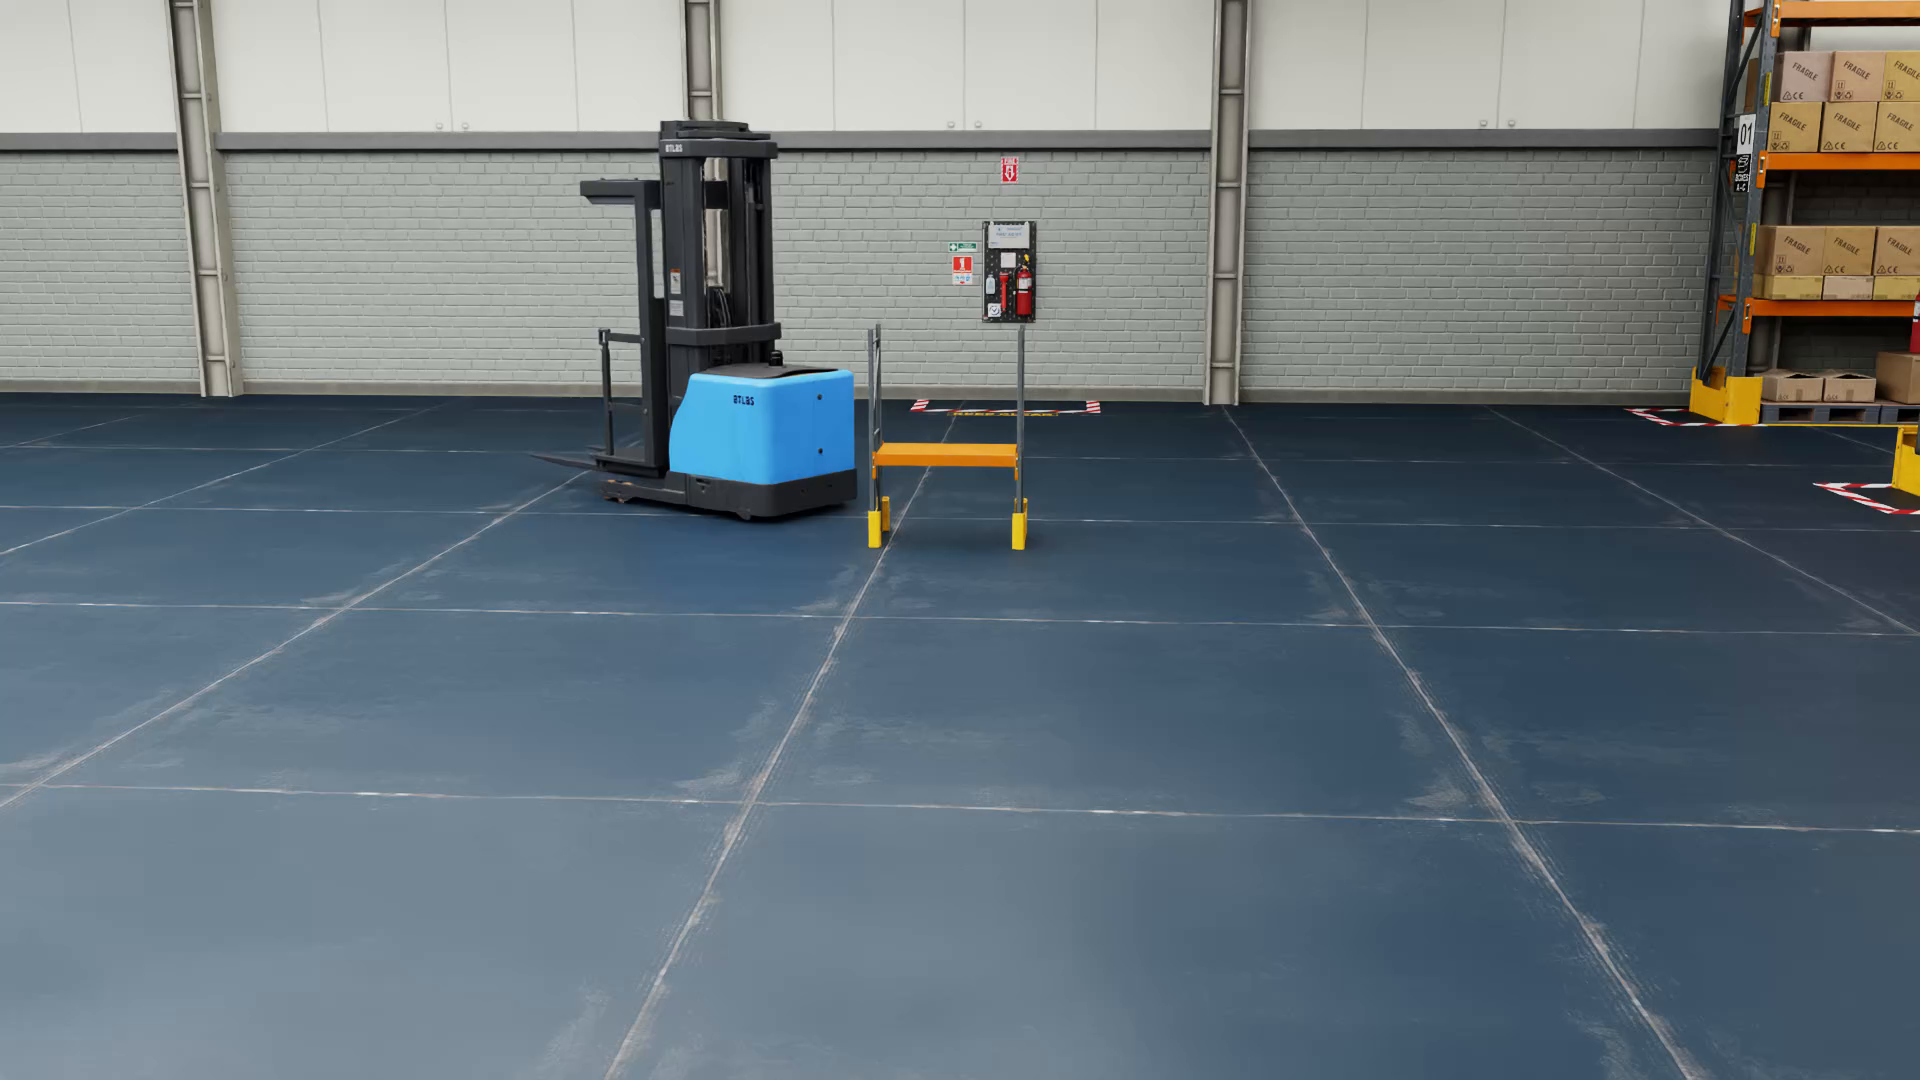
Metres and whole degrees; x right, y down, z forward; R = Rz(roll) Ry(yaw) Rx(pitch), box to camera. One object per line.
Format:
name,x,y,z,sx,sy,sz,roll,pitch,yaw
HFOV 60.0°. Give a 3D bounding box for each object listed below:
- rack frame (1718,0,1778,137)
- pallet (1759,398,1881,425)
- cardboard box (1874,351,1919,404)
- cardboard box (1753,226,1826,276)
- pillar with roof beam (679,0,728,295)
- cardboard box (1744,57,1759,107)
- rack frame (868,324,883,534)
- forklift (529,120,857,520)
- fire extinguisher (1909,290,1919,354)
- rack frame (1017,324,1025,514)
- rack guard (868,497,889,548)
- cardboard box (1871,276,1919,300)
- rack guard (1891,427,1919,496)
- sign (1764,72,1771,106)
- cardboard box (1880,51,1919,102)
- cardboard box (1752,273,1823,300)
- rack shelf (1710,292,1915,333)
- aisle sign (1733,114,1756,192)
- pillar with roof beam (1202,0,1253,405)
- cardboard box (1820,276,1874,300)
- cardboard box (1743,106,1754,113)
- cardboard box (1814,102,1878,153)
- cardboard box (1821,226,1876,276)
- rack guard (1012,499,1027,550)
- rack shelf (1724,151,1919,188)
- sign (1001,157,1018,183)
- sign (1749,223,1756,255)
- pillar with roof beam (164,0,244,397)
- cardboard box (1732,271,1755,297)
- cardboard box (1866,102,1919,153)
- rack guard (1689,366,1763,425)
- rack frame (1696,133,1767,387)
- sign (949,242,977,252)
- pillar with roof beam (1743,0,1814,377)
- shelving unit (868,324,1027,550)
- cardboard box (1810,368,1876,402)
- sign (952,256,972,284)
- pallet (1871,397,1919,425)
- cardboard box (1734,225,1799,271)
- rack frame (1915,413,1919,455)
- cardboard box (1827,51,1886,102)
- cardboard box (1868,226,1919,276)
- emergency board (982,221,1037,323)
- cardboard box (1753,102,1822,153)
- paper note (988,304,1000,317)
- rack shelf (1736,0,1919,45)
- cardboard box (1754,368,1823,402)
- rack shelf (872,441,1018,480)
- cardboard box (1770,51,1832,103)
rack frame,8.267,-5.749,17.271,0.127,3.000,1.000,1,12,4
pallet,9.151,-1.428,18.078,1.213,0.211,1.003,1,12,4
cardboard box,10.249,-1.748,17.829,0.500,0.500,0.700,0,12,0
cardboard box,8.723,-3.048,17.497,0.500,0.500,0.500,1,12,4
pillar with roof beam,-3.238,-5.200,14.651,0.400,9.000,9.100,1,12,4
cardboard box,8.714,-4.876,17.691,0.500,0.500,0.500,1,12,6
rack frame,-0.592,-0.742,11.653,0.032,1.500,0.500,1,12,4
forklift,-2.272,-1.803,13.228,3.031,2.935,1.130,9,15,37
fire extinguisher,7.853,-1.859,13.517,0.183,0.674,0.296,1,12,4
rack frame,0.422,-0.728,11.587,0.032,1.500,0.500,1,12,4
rack guard,-0.573,-0.130,11.780,0.087,0.250,0.587,1,12,4
cardboard box,9.759,-2.665,17.498,0.500,0.250,0.500,1,12,3
rack guard,7.916,-0.577,13.305,0.348,0.500,1.175,1,12,4
sign,8.231,-4.597,16.959,0.005,0.325,0.100,1,12,4
cardboard box,9.644,-4.752,17.097,0.500,0.500,0.500,1,12,5
cardboard box,8.732,-2.677,17.557,0.500,0.250,0.500,0,12,2
rack shelf,10.262,-2.433,17.828,4.000,0.370,1.077,1,12,4
aisle sign,8.175,-4.024,17.331,0.004,0.787,0.394,1,12,4
pillar with roof beam,2.749,-5.118,14.258,0.400,9.000,9.100,1,12,4
cardboard box,9.252,-2.673,17.537,0.500,0.250,0.500,0,12,2
cardboard box,8.700,-4.385,17.786,0.500,0.500,0.500,2,12,8
cardboard box,9.117,-4.269,17.230,0.500,0.500,0.500,2,12,8
cardboard box,9.216,-3.039,17.455,0.500,0.500,0.500,1,12,4
rack guard,0.421,-0.117,11.715,0.087,0.250,0.587,1,12,4
rack shelf,10.262,-3.901,17.521,4.000,0.370,1.077,1,12,4
sign,0.572,-4.258,19.136,0.199,0.298,0.001,1,12,4
sign,8.231,-3.125,17.267,0.005,0.325,0.100,1,12,4
pillar with roof beam,-9.224,-5.283,15.043,0.400,9.000,9.100,1,12,4
cardboard box,8.746,-2.782,18.058,0.500,0.250,0.500,1,12,5
cardboard box,9.636,-4.262,17.200,0.500,0.500,0.500,1,12,6
rack guard,8.343,-1.588,18.136,0.348,0.500,1.175,1,12,4
rack frame,8.267,-2.812,17.886,0.127,3.000,1.000,1,12,4
sign,0.032,-3.407,19.346,0.331,0.109,0.001,1,12,4
pillar with roof beam,8.735,-5.036,13.866,0.400,9.000,9.100,1,12,4
shelving unit,-0.076,-0.735,11.619,1.083,1.500,0.587,1,12,4
cardboard box,9.520,-1.676,17.945,0.500,0.311,0.500,2,12,8
sign,0.028,-3.149,19.409,0.234,0.329,0.001,1,12,4
pallet,10.365,-1.411,17.996,1.213,0.211,1.003,1,12,4
cardboard box,8.751,-3.153,17.999,0.500,0.500,0.500,1,12,3
rack frame,7.939,-1.800,13.047,0.127,3.000,1.000,1,12,4
cardboard box,9.132,-4.756,17.119,0.500,0.500,0.500,1,12,3
cardboard box,9.731,-3.030,17.415,0.500,0.500,0.500,0,12,2
emergency board,0.573,-3.103,19.276,0.643,1.169,0.194,1,12,4
cardboard box,8.584,-4.283,17.300,0.500,0.500,0.500,1,12,5
paper note,0.401,-2.688,19.445,0.142,0.148,0.016,1,12,4
rack shelf,10.262,-5.367,17.214,4.000,0.370,1.077,1,12,4
cardboard box,8.951,-1.684,17.983,0.500,0.311,0.500,-1,12,-3
rack shelf,-0.085,-0.559,11.657,1.000,0.185,0.538,1,12,4
cardboard box,8.635,-4.774,17.201,0.500,0.500,0.500,0,12,0
